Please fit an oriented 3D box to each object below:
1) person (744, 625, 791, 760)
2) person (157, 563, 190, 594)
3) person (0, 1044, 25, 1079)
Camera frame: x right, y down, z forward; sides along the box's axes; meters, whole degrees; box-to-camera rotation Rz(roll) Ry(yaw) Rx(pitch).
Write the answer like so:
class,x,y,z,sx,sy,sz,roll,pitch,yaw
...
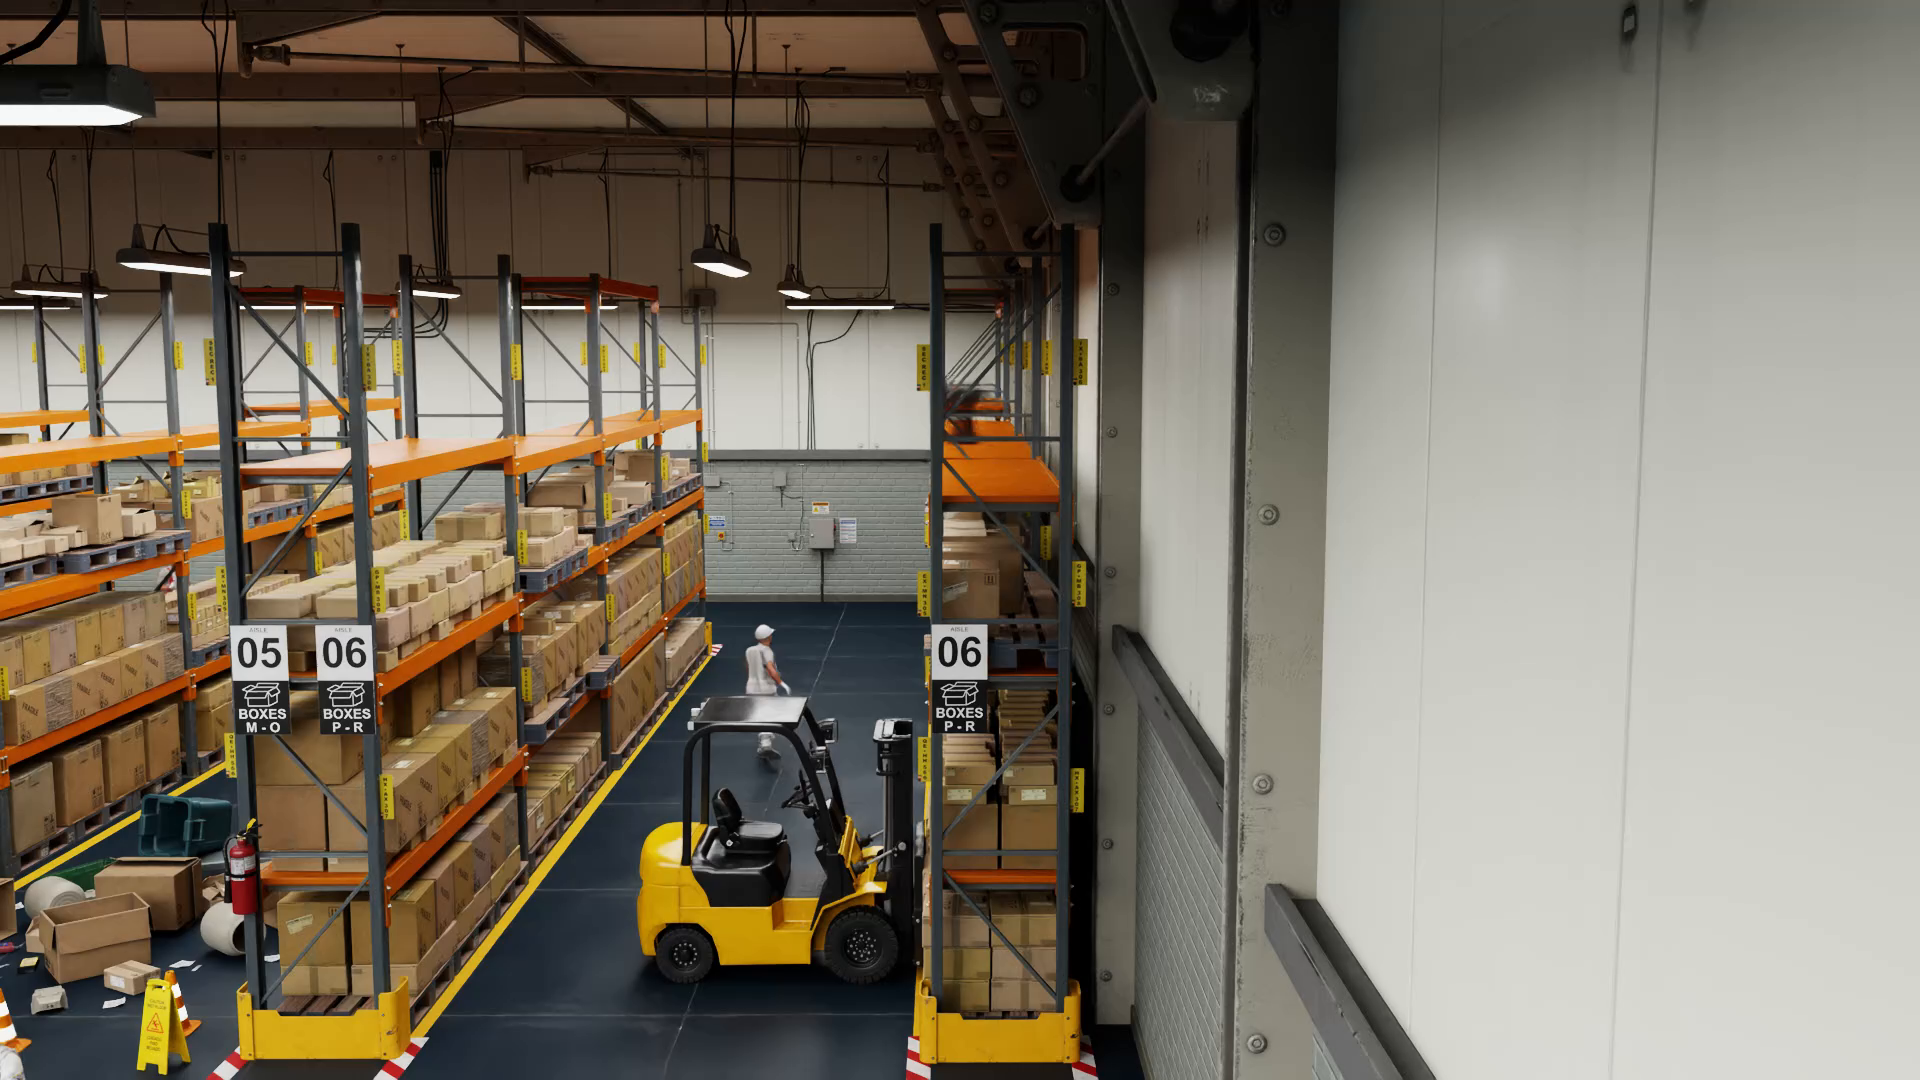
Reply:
class,x,y,z,sx,sy,sz,roll,pitch,yaw
person,-2.438,1.933,20.664,0.791,1.726,0.698,4,8,28
person,-13.264,1.045,28.144,0.622,1.743,0.870,-6,9,-42
person,-5.419,3.314,9.140,0.649,1.630,0.603,0,7,-4
